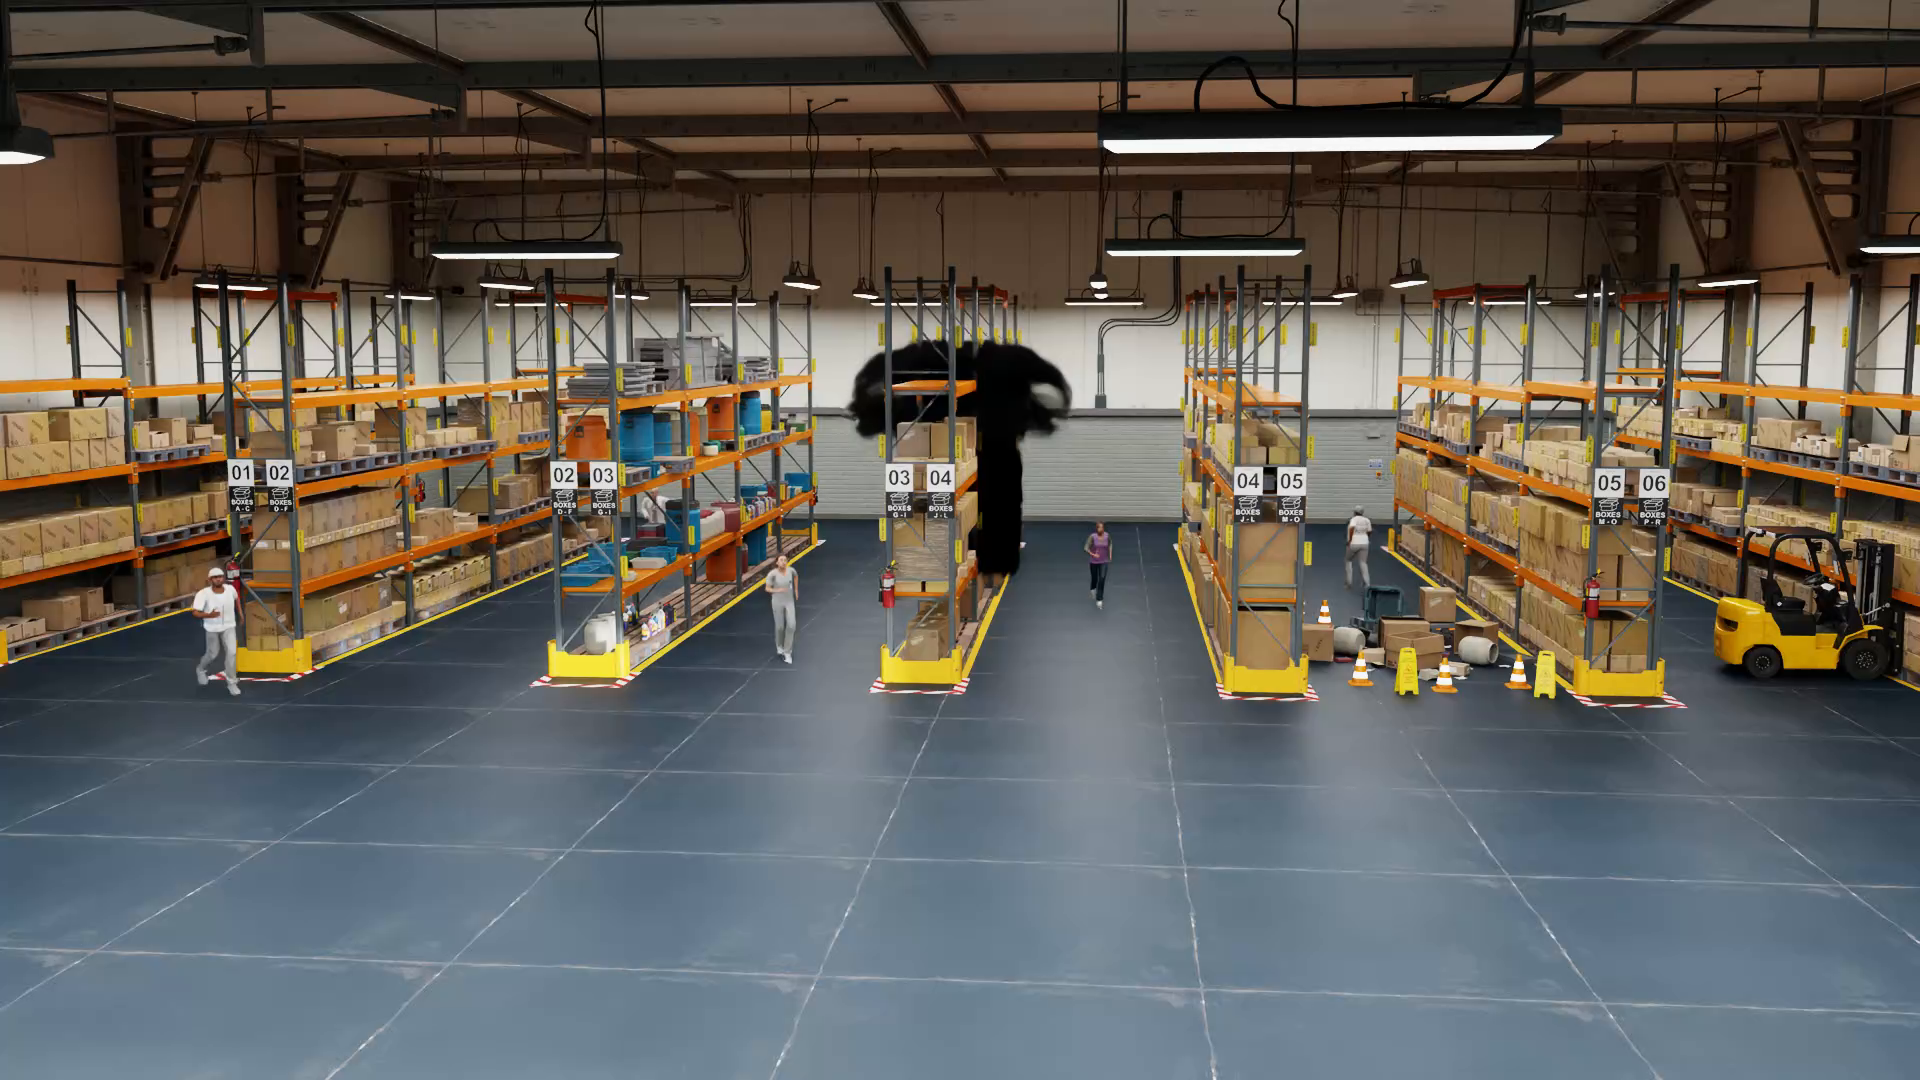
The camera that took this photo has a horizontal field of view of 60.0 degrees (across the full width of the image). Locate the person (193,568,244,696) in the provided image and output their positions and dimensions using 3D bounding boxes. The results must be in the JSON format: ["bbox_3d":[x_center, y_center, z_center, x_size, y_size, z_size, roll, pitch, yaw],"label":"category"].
[{"bbox_3d":[-10.501,1.268,23.552,0.711,1.788,0.985,-6,9,-42],"label":"person"}]

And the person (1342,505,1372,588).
[{"bbox_3d":[7.928,0.169,33.046,0.592,1.719,0.786,-1,7,-10],"label":"person"}]

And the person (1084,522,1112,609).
[{"bbox_3d":[2.595,0.434,31.180,0.564,1.592,0.921,-1,7,-7],"label":"person"}]

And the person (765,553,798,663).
[{"bbox_3d":[-2.777,1.049,25.955,0.588,1.743,0.809,-3,7,-21],"label":"person"}]

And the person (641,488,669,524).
[{"bbox_3d":[-6.776,-0.345,37.259,0.703,1.710,0.728,1,7,11],"label":"person"}]
